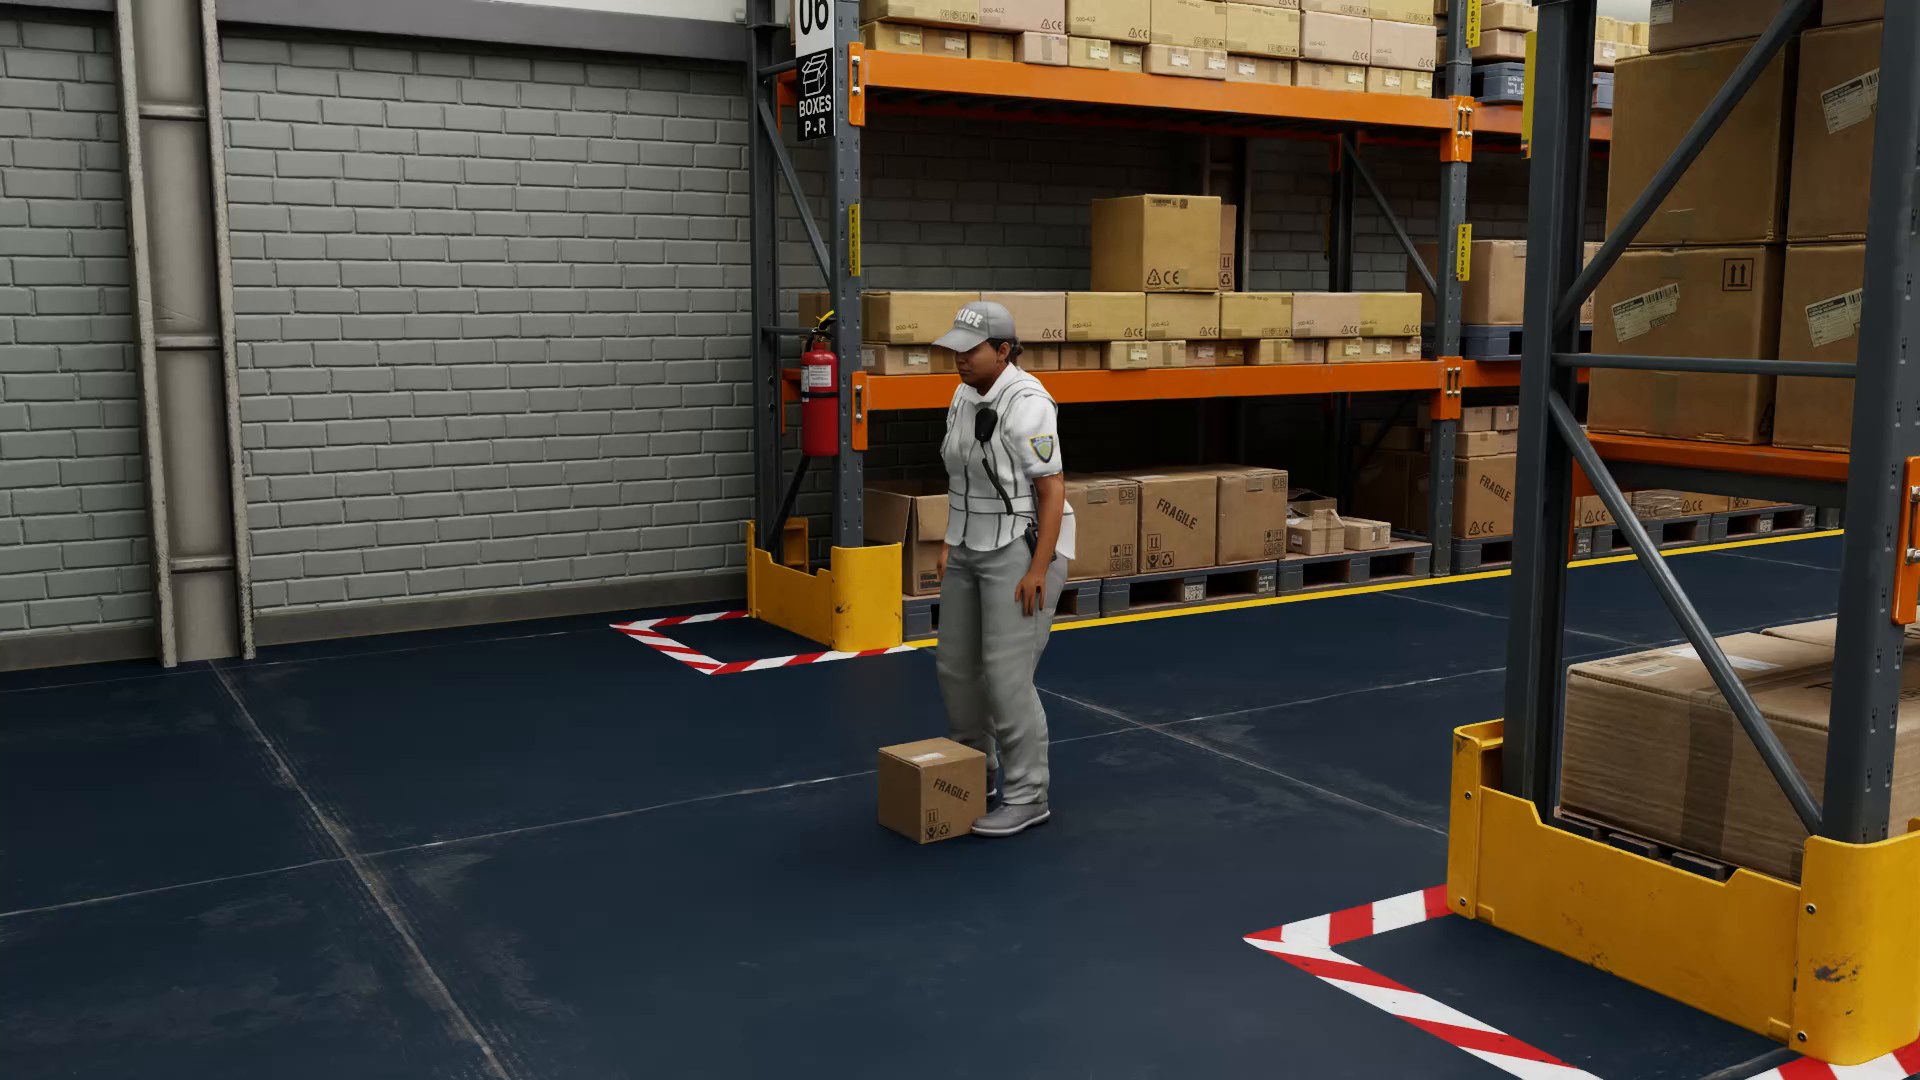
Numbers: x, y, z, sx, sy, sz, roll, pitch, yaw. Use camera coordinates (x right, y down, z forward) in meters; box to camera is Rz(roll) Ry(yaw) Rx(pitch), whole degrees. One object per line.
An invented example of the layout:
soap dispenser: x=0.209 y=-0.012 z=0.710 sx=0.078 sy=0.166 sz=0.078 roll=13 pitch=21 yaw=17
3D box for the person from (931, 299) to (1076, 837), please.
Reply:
person: x=0.096 y=0.075 z=5.292 sx=0.468 sy=1.665 sz=0.558 roll=-6 pitch=10 yaw=-34
